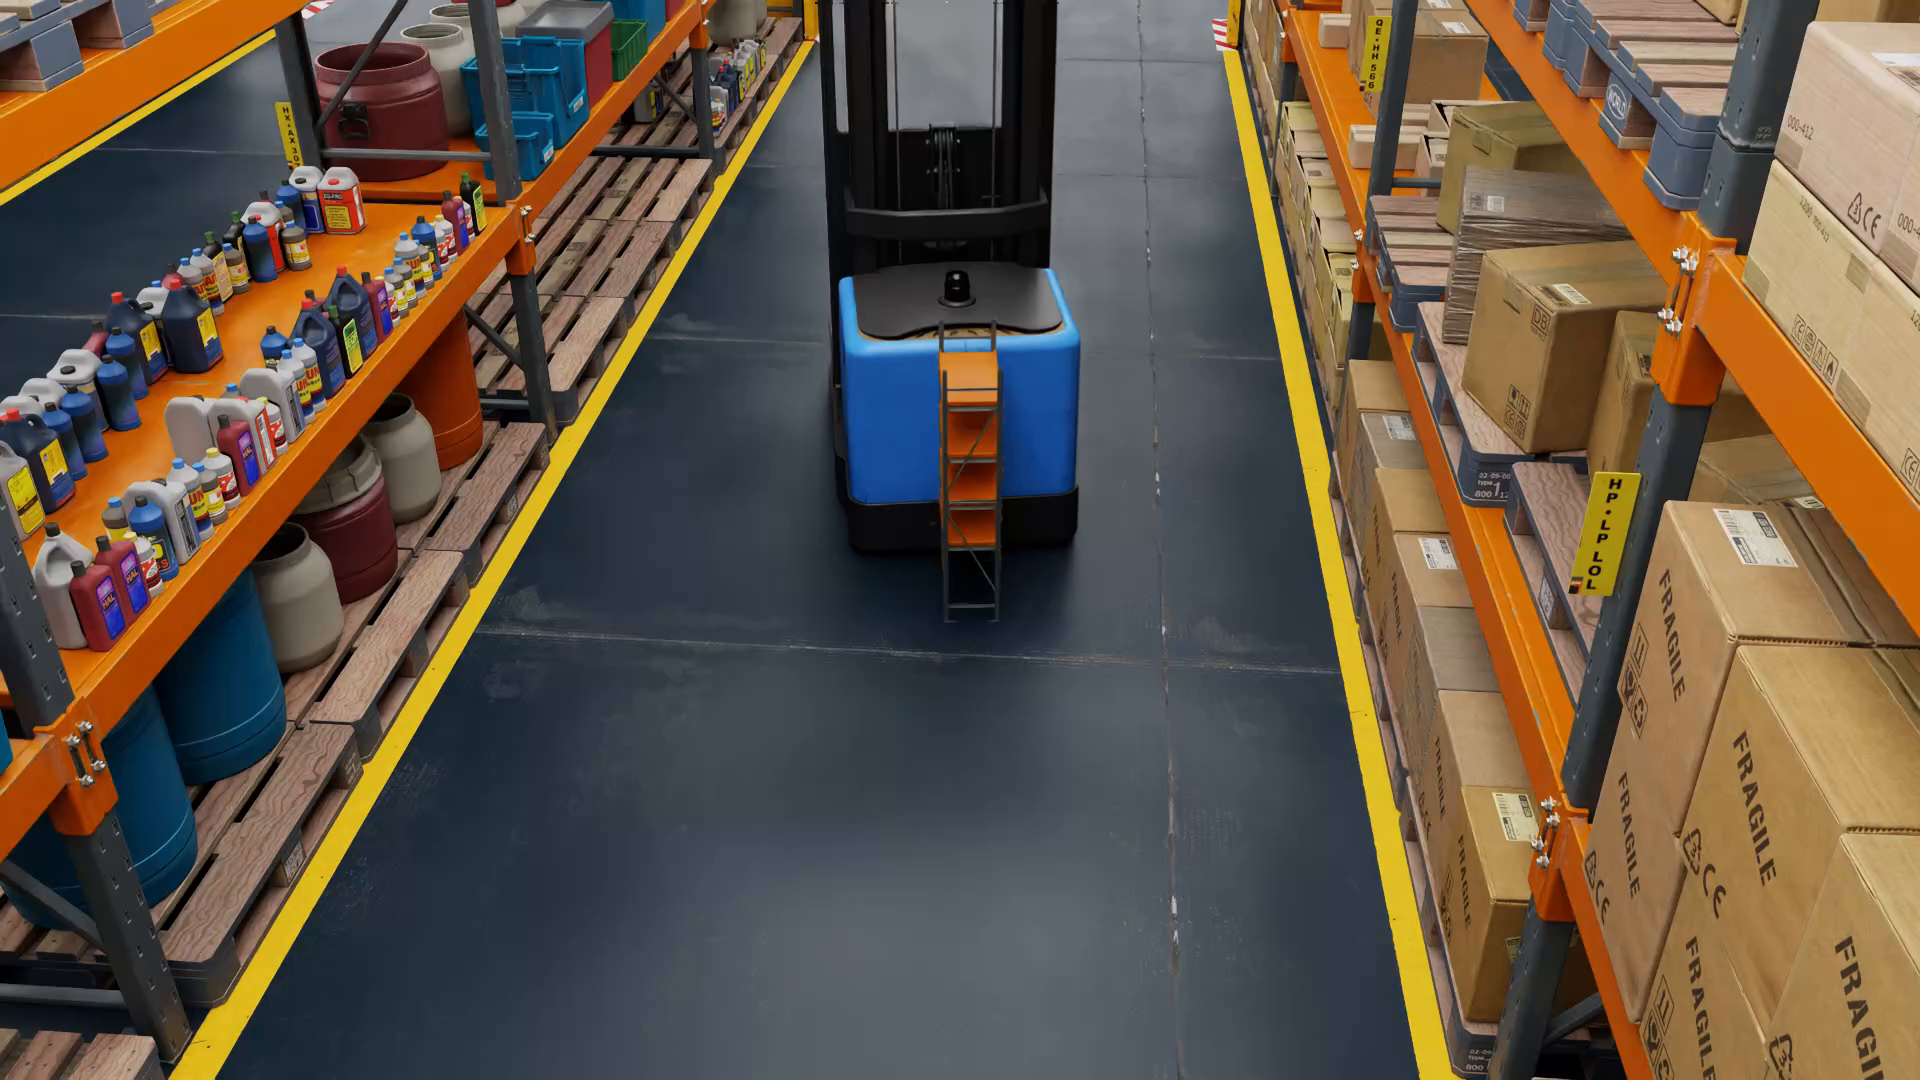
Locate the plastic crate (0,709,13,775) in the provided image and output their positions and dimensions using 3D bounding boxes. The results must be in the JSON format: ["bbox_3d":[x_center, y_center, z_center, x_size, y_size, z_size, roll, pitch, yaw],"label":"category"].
[{"bbox_3d":[-2.608,0.530,3.988,0.392,0.384,0.575,2,32,4],"label":"plastic crate"}]

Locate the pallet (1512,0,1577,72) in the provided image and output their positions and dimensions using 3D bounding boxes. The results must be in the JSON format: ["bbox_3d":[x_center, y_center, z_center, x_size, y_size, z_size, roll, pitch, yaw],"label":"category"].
[{"bbox_3d":[2.231,-1.574,4.764,1.213,0.211,1.003,2,32,4],"label":"pallet"}]

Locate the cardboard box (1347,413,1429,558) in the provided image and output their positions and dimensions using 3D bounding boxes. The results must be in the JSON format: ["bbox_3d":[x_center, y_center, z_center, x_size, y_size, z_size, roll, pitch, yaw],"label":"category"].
[{"bbox_3d":[1.993,-0.211,7.197,0.500,0.500,0.500,1,32,2],"label":"cardboard box"}]

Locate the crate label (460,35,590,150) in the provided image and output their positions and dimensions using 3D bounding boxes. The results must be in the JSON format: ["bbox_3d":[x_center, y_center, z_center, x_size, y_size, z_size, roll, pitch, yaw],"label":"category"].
[{"bbox_3d":[-2.234,-2.324,8.629,0.502,0.435,0.616,2,32,4],"label":"crate label"}]

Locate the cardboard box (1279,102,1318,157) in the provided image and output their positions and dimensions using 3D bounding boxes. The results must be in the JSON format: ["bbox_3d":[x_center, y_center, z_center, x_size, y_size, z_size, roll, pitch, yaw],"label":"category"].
[{"bbox_3d":[2.396,-2.721,10.992,0.500,0.311,0.500,3,32,4],"label":"cardboard box"}]

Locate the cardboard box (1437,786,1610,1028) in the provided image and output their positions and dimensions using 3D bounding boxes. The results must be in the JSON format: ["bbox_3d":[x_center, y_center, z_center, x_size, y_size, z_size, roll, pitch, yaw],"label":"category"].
[{"bbox_3d":[1.781,1.110,5.052,0.500,0.500,0.500,2,32,4],"label":"cardboard box"}]

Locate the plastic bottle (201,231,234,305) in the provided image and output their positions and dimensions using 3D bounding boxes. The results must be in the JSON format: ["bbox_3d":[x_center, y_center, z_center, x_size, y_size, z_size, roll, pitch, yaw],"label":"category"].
[{"bbox_3d":[-3.055,-1.108,6.801,0.061,0.283,0.133,2,32,4],"label":"plastic bottle"}]

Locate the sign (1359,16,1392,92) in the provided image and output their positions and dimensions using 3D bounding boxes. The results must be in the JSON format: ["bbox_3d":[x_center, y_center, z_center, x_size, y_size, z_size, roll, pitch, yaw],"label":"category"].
[{"bbox_3d":[1.798,-2.103,7.199,0.100,0.325,0.005,2,32,4],"label":"sign"}]

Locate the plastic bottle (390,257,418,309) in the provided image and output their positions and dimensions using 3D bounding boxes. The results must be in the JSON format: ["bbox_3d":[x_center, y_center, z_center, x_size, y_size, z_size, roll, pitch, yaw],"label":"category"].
[{"bbox_3d":[-2.278,-1.052,6.788,0.097,0.201,0.097,0,32,0],"label":"plastic bottle"}]

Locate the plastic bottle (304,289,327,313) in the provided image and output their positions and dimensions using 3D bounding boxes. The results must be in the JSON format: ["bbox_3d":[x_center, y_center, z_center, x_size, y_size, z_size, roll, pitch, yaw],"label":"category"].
[{"bbox_3d":[-2.444,-0.834,6.355,0.061,0.283,0.133,2,32,4],"label":"plastic bottle"}]

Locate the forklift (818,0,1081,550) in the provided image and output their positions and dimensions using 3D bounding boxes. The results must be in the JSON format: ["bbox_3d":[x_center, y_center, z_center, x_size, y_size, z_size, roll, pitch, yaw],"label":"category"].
[{"bbox_3d":[-0.128,-1.952,8.124,1.130,2.935,3.031,-3,32,-5],"label":"forklift"}]

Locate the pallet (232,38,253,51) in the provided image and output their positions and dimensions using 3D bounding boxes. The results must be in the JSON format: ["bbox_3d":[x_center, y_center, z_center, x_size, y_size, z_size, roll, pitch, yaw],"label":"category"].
[{"bbox_3d":[-6.977,-4.546,14.925,1.003,0.211,1.213,2,32,4],"label":"pallet"}]

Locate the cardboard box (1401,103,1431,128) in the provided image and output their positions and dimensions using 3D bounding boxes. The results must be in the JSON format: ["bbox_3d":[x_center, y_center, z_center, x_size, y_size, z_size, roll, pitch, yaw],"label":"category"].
[{"bbox_3d":[2.400,-2.150,8.619,0.380,0.149,0.250,5,32,8],"label":"cardboard box"}]

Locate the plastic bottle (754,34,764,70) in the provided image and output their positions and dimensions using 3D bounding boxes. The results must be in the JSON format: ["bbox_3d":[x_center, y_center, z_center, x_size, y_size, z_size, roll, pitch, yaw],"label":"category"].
[{"bbox_3d":[-1.637,-3.974,13.510,0.061,0.283,0.133,3,32,5],"label":"plastic bottle"}]

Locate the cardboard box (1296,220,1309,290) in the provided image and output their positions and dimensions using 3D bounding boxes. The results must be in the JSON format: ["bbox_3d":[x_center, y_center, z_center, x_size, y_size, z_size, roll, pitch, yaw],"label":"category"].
[{"bbox_3d":[2.273,-1.683,9.843,0.500,0.250,0.500,3,32,5],"label":"cardboard box"}]

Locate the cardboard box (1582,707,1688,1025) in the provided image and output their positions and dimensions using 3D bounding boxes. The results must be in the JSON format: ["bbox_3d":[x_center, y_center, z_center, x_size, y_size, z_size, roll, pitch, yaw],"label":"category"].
[{"bbox_3d":[1.713,0.716,3.633,0.500,0.500,0.500,3,32,5],"label":"cardboard box"}]

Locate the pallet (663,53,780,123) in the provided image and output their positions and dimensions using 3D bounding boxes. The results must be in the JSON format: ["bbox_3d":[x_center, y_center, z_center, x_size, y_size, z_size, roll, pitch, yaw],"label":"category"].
[{"bbox_3d":[-2.066,-3.695,13.544,1.003,0.211,1.213,2,32,4],"label":"pallet"}]

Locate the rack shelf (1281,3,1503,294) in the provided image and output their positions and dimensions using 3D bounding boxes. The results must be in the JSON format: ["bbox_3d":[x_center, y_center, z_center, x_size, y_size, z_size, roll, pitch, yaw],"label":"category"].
[{"bbox_3d":[2.515,-2.327,9.353,1.077,0.370,4.000,2,32,4],"label":"rack shelf"}]

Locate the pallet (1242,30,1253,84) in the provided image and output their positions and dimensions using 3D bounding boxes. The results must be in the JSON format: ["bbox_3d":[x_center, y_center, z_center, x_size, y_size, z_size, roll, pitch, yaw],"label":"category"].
[{"bbox_3d":[2.983,-4.182,14.335,1.003,0.211,1.213,2,32,4],"label":"pallet"}]

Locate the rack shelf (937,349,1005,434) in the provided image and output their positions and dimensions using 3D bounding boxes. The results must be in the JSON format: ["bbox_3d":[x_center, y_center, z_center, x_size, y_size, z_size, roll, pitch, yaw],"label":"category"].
[{"bbox_3d":[0.041,-0.619,6.862,0.258,0.148,0.480,-1,32,-2],"label":"rack shelf"}]

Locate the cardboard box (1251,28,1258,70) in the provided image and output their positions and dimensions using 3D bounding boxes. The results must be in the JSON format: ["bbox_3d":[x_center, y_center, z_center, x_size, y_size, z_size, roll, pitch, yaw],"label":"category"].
[{"bbox_3d":[2.660,-3.985,13.578,0.500,0.250,0.500,2,32,4],"label":"cardboard box"}]

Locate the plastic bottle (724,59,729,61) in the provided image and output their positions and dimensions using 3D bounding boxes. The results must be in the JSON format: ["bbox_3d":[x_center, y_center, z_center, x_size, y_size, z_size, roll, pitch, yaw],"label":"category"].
[{"bbox_3d":[-1.838,-3.694,13.133,0.097,0.201,0.097,0,32,0],"label":"plastic bottle"}]

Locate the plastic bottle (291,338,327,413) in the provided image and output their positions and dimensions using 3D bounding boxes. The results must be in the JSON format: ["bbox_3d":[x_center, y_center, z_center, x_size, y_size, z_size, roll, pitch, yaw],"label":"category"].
[{"bbox_3d":[-2.354,-0.596,5.981,0.097,0.271,0.097,0,32,0],"label":"plastic bottle"}]

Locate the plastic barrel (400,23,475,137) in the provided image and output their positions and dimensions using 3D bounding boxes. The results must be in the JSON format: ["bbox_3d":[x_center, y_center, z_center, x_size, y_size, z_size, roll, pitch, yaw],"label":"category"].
[{"bbox_3d":[-2.714,-2.396,8.672,0.421,0.512,0.421,0,32,0],"label":"plastic barrel"}]

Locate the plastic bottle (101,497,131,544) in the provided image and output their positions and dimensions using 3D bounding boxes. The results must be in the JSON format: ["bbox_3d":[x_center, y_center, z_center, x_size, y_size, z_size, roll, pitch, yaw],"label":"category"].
[{"bbox_3d":[-2.589,-0.038,5.142,0.097,0.201,0.097,0,32,0],"label":"plastic bottle"}]

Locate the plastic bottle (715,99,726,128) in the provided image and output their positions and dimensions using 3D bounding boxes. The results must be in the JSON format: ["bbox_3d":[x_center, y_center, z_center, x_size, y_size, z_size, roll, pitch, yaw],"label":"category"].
[{"bbox_3d":[-1.780,-3.143,12.239,0.097,0.201,0.097,0,32,0],"label":"plastic bottle"}]

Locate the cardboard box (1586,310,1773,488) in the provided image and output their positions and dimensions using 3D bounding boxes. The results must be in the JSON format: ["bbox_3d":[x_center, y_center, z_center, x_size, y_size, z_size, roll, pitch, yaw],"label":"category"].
[{"bbox_3d":[2.281,-0.318,4.911,0.700,0.500,0.500,7,32,12],"label":"cardboard box"}]

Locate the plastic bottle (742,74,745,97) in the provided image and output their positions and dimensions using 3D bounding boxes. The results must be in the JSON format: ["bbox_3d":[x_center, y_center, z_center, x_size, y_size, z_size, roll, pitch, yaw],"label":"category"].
[{"bbox_3d":[-1.718,-3.539,12.881,0.097,0.201,0.097,0,32,0],"label":"plastic bottle"}]

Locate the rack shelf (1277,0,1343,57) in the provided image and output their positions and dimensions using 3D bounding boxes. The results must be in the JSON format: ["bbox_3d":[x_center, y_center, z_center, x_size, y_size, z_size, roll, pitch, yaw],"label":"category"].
[{"bbox_3d":[2.840,-4.419,12.747,1.077,0.370,4.000,2,32,4],"label":"rack shelf"}]

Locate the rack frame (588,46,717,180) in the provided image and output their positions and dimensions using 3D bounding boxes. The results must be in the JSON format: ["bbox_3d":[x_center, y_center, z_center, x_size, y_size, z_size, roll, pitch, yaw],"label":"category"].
[{"bbox_3d":[-2.259,-3.893,11.208,1.000,3.000,0.127,2,32,4],"label":"rack frame"}]

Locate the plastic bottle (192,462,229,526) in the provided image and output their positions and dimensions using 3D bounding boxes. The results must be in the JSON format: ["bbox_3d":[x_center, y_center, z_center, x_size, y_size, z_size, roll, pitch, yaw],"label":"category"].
[{"bbox_3d":[-2.418,-0.153,5.328,0.097,0.201,0.097,0,32,0],"label":"plastic bottle"}]

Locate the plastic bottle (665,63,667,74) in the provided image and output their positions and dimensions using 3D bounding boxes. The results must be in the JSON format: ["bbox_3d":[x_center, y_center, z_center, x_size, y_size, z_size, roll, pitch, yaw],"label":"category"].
[{"bbox_3d":[-2.419,-3.896,13.395,0.097,0.271,0.097,0,32,0],"label":"plastic bottle"}]

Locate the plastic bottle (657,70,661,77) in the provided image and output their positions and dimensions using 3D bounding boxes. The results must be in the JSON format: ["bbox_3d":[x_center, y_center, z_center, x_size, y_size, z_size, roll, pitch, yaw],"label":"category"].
[{"bbox_3d":[-2.348,-3.551,12.823,0.061,0.283,0.133,2,32,4],"label":"plastic bottle"}]

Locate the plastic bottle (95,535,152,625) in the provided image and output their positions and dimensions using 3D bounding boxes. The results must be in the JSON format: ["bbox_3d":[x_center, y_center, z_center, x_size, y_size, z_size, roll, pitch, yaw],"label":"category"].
[{"bbox_3d":[-2.444,0.097,4.845,0.061,0.283,0.133,2,32,4],"label":"plastic bottle"}]

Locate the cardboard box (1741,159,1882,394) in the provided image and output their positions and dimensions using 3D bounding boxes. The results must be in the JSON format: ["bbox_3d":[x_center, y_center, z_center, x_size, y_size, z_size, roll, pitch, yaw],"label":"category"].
[{"bbox_3d":[1.740,-0.466,2.930,0.500,0.250,0.500,2,32,4],"label":"cardboard box"}]

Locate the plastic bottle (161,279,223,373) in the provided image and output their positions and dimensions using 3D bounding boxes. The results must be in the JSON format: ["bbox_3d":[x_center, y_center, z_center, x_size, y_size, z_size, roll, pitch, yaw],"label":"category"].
[{"bbox_3d":[-2.909,-0.823,6.274,0.144,0.351,0.185,2,32,4],"label":"plastic bottle"}]

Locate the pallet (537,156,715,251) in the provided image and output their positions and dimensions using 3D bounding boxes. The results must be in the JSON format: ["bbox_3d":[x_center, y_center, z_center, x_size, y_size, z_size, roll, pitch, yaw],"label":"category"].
[{"bbox_3d":[-2.284,-2.293,11.270,1.003,0.211,1.213,2,32,4],"label":"pallet"}]

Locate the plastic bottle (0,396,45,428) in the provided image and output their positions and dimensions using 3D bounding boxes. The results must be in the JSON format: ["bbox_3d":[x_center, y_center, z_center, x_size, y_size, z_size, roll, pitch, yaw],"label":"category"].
[{"bbox_3d":[-3.130,-0.331,5.547,0.152,0.276,0.135,2,32,4],"label":"plastic bottle"}]

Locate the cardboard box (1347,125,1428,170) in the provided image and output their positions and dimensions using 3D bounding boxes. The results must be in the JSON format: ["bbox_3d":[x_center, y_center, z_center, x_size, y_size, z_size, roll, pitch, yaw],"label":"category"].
[{"bbox_3d":[2.150,-1.963,8.315,0.380,0.149,0.250,2,32,4],"label":"cardboard box"}]

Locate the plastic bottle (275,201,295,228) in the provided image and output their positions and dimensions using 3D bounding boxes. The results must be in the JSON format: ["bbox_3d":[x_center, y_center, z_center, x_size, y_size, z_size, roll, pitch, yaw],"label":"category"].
[{"bbox_3d":[-2.987,-1.394,7.342,0.097,0.201,0.097,0,32,0],"label":"plastic bottle"}]

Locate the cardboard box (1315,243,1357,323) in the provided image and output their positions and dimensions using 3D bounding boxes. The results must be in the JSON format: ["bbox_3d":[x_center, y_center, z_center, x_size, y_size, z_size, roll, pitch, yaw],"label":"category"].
[{"bbox_3d":[2.185,-1.391,8.834,0.500,0.311,0.500,2,32,3],"label":"cardboard box"}]

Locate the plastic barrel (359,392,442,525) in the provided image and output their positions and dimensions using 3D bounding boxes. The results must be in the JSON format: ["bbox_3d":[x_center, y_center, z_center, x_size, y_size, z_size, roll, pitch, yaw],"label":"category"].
[{"bbox_3d":[-2.564,-0.365,7.455,0.421,0.512,0.421,0,32,0],"label":"plastic barrel"}]

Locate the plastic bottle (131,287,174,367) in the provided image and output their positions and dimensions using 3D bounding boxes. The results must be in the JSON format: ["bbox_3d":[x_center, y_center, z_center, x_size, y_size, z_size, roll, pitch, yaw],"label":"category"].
[{"bbox_3d":[-3.055,-0.811,6.325,0.152,0.276,0.135,2,32,4],"label":"plastic bottle"}]

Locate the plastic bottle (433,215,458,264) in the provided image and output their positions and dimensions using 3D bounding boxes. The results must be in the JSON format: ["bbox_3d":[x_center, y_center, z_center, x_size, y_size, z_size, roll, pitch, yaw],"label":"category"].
[{"bbox_3d":[-2.239,-1.307,7.201,0.097,0.201,0.097,0,32,0],"label":"plastic bottle"}]

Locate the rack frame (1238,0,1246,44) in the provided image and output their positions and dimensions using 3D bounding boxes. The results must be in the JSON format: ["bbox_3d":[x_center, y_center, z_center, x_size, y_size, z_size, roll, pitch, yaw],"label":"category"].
[{"bbox_3d":[3.003,-5.771,14.255,1.000,3.000,0.127,2,32,4],"label":"rack frame"}]

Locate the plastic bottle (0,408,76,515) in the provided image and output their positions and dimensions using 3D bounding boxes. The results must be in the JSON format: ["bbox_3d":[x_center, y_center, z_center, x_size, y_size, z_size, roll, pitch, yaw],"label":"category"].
[{"bbox_3d":[-3.003,-0.274,5.382,0.144,0.351,0.185,2,32,4],"label":"plastic bottle"}]

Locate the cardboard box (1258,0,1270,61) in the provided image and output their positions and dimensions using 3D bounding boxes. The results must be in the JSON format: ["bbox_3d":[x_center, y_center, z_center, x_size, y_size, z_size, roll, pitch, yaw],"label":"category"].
[{"bbox_3d":[2.613,-4.043,12.958,0.500,0.500,0.500,2,32,4],"label":"cardboard box"}]

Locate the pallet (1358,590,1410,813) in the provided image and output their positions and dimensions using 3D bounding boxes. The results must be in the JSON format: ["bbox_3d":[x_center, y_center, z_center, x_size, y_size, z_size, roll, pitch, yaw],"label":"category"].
[{"bbox_3d":[2.152,0.624,6.536,1.003,0.211,1.213,2,32,4],"label":"pallet"}]

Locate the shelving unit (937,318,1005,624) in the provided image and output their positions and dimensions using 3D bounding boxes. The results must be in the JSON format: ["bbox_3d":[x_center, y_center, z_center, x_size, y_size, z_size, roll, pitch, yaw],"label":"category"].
[{"bbox_3d":[0.041,-0.284,7.068,0.258,1.200,0.503,-1,32,-2],"label":"shelving unit"}]
